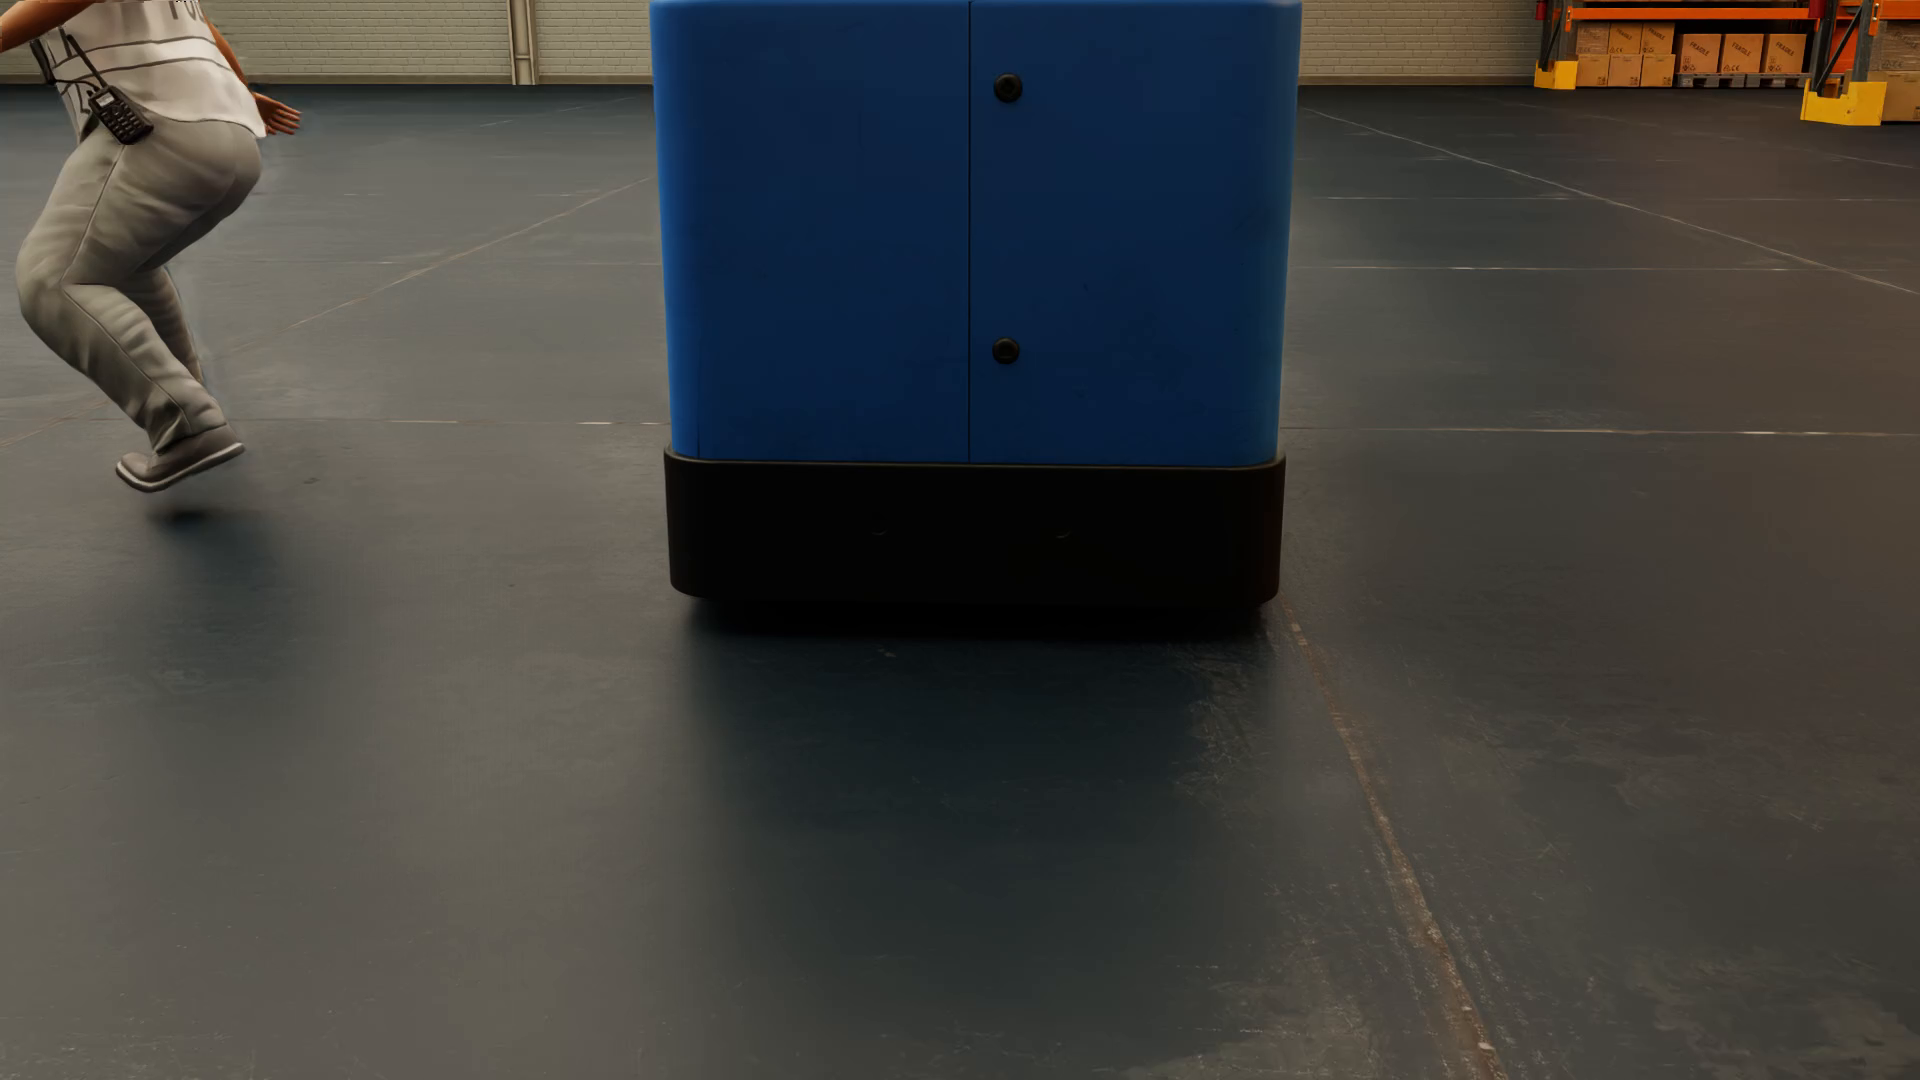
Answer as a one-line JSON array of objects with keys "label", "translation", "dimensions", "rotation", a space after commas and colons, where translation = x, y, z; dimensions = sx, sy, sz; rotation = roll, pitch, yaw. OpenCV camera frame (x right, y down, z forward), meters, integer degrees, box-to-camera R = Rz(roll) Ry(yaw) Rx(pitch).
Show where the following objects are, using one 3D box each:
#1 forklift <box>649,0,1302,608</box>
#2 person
[{"label": "forklift", "translation": [0.097, -1.672, 3.813], "dimensions": [1.130, 2.935, 3.031], "rotation": [1, 17, 3]}, {"label": "person", "translation": [-1.851, -0.859, 3.780], "dimensions": [0.530, 1.611, 1.077], "rotation": [-3, 17, -8]}]
